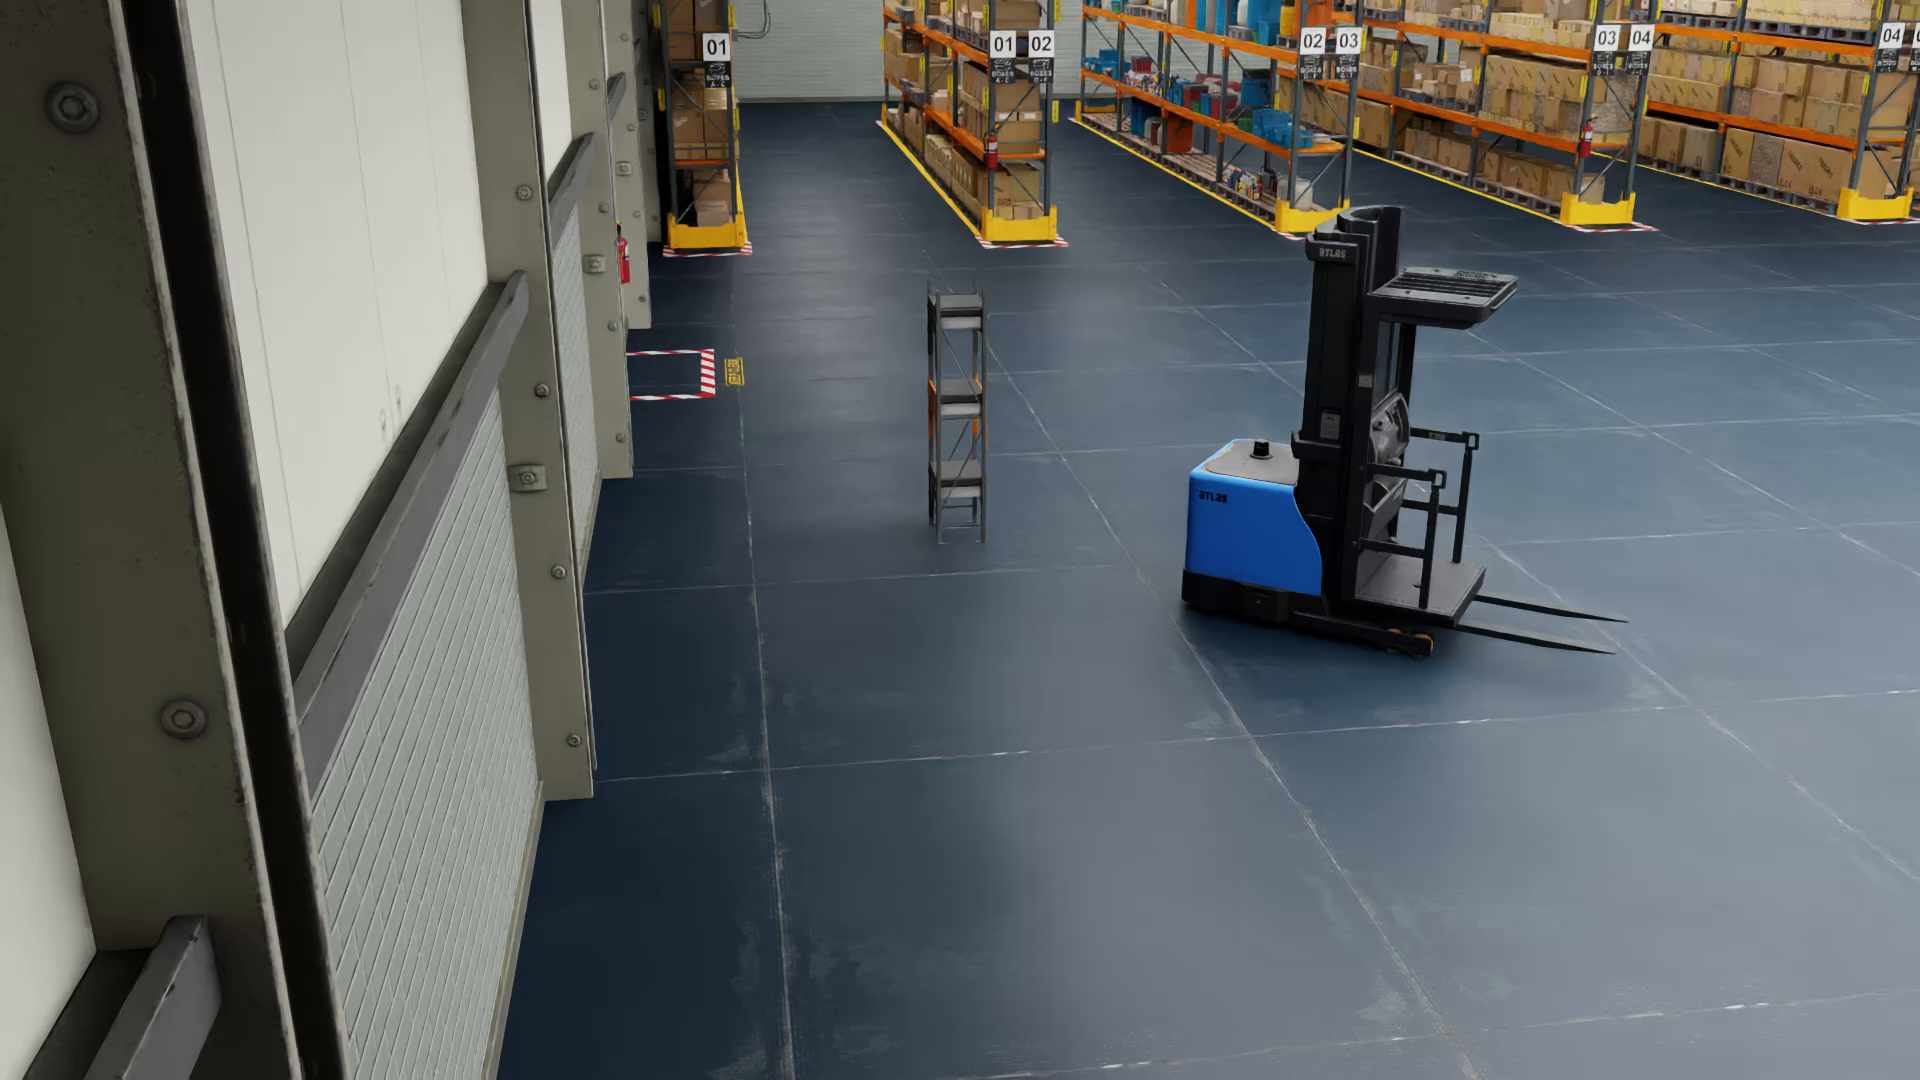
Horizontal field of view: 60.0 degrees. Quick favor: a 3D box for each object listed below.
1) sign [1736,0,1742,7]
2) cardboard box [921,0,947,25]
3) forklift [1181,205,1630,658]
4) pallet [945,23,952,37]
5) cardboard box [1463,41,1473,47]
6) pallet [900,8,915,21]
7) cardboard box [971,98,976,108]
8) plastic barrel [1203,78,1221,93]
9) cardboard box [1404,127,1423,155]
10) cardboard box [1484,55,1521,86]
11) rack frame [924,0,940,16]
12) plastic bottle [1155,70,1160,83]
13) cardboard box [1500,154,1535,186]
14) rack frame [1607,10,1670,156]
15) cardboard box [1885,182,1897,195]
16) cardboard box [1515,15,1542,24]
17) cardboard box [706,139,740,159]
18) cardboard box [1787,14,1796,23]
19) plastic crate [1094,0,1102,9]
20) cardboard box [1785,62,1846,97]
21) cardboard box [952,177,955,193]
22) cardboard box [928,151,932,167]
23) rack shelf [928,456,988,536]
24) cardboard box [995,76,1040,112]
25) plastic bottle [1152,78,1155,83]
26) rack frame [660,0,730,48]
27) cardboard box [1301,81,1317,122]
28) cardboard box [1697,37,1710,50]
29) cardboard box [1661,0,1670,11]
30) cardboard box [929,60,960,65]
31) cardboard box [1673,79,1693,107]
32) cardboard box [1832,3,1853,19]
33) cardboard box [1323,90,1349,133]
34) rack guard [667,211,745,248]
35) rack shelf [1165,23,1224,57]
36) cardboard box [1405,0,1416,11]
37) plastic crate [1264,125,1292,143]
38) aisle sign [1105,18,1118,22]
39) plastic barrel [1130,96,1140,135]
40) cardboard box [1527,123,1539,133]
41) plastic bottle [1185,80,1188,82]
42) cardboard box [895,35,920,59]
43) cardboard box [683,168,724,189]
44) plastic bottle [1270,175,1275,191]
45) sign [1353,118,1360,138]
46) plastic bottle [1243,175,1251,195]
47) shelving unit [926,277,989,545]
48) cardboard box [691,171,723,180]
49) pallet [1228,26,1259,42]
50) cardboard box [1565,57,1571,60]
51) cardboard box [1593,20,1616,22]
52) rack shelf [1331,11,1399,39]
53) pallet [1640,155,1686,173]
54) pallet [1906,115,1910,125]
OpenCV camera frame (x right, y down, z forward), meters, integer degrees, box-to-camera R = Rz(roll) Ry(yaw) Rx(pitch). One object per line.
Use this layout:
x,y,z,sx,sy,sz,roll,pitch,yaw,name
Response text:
14.556,-10.111,31.024,0.100,0.325,0.005,-3,21,-8,sign
-0.308,-10.620,33.432,0.910,0.500,0.500,-3,21,-8,cardboard box
3.189,-0.766,11.577,3.031,2.935,1.130,11,23,27,forklift
0.225,-9.254,30.191,0.805,0.209,1.217,-4,21,-10,pallet
13.153,-12.518,42.378,0.500,0.500,0.500,-2,21,-5,cardboard box
-0.611,-11.132,35.216,1.213,0.211,1.003,-3,21,-8,pallet
0.402,-7.435,28.266,0.380,0.149,0.250,-4,21,-9,cardboard box
5.050,-8.974,33.296,0.421,0.512,0.421,0,20,0,plastic barrel
9.708,-8.321,34.651,0.700,0.500,0.500,-4,21,-11,cardboard box
9.982,-8.618,30.505,0.500,0.500,0.500,-3,21,-8,cardboard box
-0.211,-11.829,32.525,1.000,3.000,0.127,-3,21,-8,rack frame
4.428,-10.320,37.129,0.144,0.351,0.185,-3,21,-8,plastic bottle
10.277,-6.819,30.659,0.500,0.500,0.500,4,21,9,cardboard box
14.515,-9.732,35.485,1.000,3.000,0.127,-3,21,-8,rack frame
17.162,-6.564,30.911,0.396,0.266,0.258,1,20,2,cardboard box
10.112,-9.259,29.576,0.380,0.149,0.250,-2,21,-6,cardboard box
-3.716,-6.121,26.004,0.500,0.250,0.500,-4,21,-9,cardboard box
14.993,-9.294,29.641,0.380,0.149,0.250,-3,21,-8,cardboard box
3.486,-12.870,39.689,0.504,0.338,0.767,-3,21,-8,plastic crate
15.331,-8.232,29.712,0.875,0.550,0.500,-3,21,-8,cardboard box
0.132,-6.366,29.803,0.500,0.250,0.500,-3,21,-8,cardboard box
-0.353,-7.557,32.991,0.500,0.250,0.500,-3,21,-9,cardboard box
-0.024,-0.372,13.752,0.431,0.518,0.480,-3,21,-8,rack shelf
0.880,-7.084,26.398,0.700,0.500,0.500,-3,21,-8,cardboard box
4.162,-9.798,35.828,0.061,0.283,0.133,-3,21,-8,plastic bottle
-3.960,-8.808,24.436,1.000,3.000,0.127,-3,21,-8,rack frame
8.870,-10.647,40.372,0.875,0.875,0.875,-3,21,-8,cardboard box
18.415,-12.242,40.634,0.500,0.500,0.500,-3,21,-9,cardboard box
14.474,-10.875,33.730,0.500,0.250,0.500,-2,21,-6,cardboard box
-0.357,-9.800,34.926,0.700,0.500,0.500,1,20,2,cardboard box
14.606,-8.911,33.144,0.500,0.500,0.500,-3,21,-7,cardboard box
15.250,-9.008,28.307,0.500,0.250,0.500,-3,21,-8,cardboard box
9.127,-9.882,38.325,1.225,0.875,0.875,-3,21,-8,cardboard box
-3.971,-4.853,25.994,1.175,0.500,0.348,-3,21,-8,rack guard
4.979,-9.642,31.987,1.077,0.370,4.000,-3,21,-8,rack shelf
9.405,-11.027,33.809,0.500,0.500,0.500,-3,21,-7,cardboard box
5.388,-6.811,27.876,0.499,0.251,0.408,-3,21,-8,plastic crate
3.817,-13.294,41.308,0.394,0.787,0.004,-3,21,-8,aisle sign
4.176,-9.676,37.735,0.600,0.901,0.708,-3,21,-8,plastic barrel
10.180,-7.231,29.149,0.380,0.149,0.250,-3,21,-8,cardboard box
4.839,-9.700,35.585,0.097,0.271,0.097,0,20,0,plastic bottle
-1.194,-11.258,37.999,0.500,0.500,0.500,-3,21,-9,cardboard box
-4.659,-6.671,30.235,0.700,0.500,0.500,-2,21,-6,cardboard box
5.622,-6.415,29.857,0.061,0.283,0.133,-3,21,-8,plastic bottle
6.389,-6.653,26.846,0.100,0.325,0.005,-3,21,-8,sign
5.088,-6.270,29.373,0.144,0.351,0.185,-2,21,-6,plastic bottle
-0.024,-1.041,13.502,0.431,2.100,0.503,-3,21,-8,shelving unit
-4.347,-6.060,28.598,0.500,0.500,0.500,-4,21,-12,cardboard box
5.468,-8.954,29.385,1.213,0.211,1.003,-3,21,-8,pallet
13.770,-10.774,37.184,0.380,0.149,0.250,-2,21,-6,cardboard box
10.866,-8.649,27.944,0.380,0.149,0.250,-2,21,-6,cardboard box
9.304,-11.277,36.364,1.077,0.370,4.000,-3,21,-8,rack shelf
14.726,-7.727,34.103,1.003,0.211,1.213,-3,21,-8,pallet
23.635,-10.584,41.754,1.003,0.211,1.213,-3,21,-8,pallet
